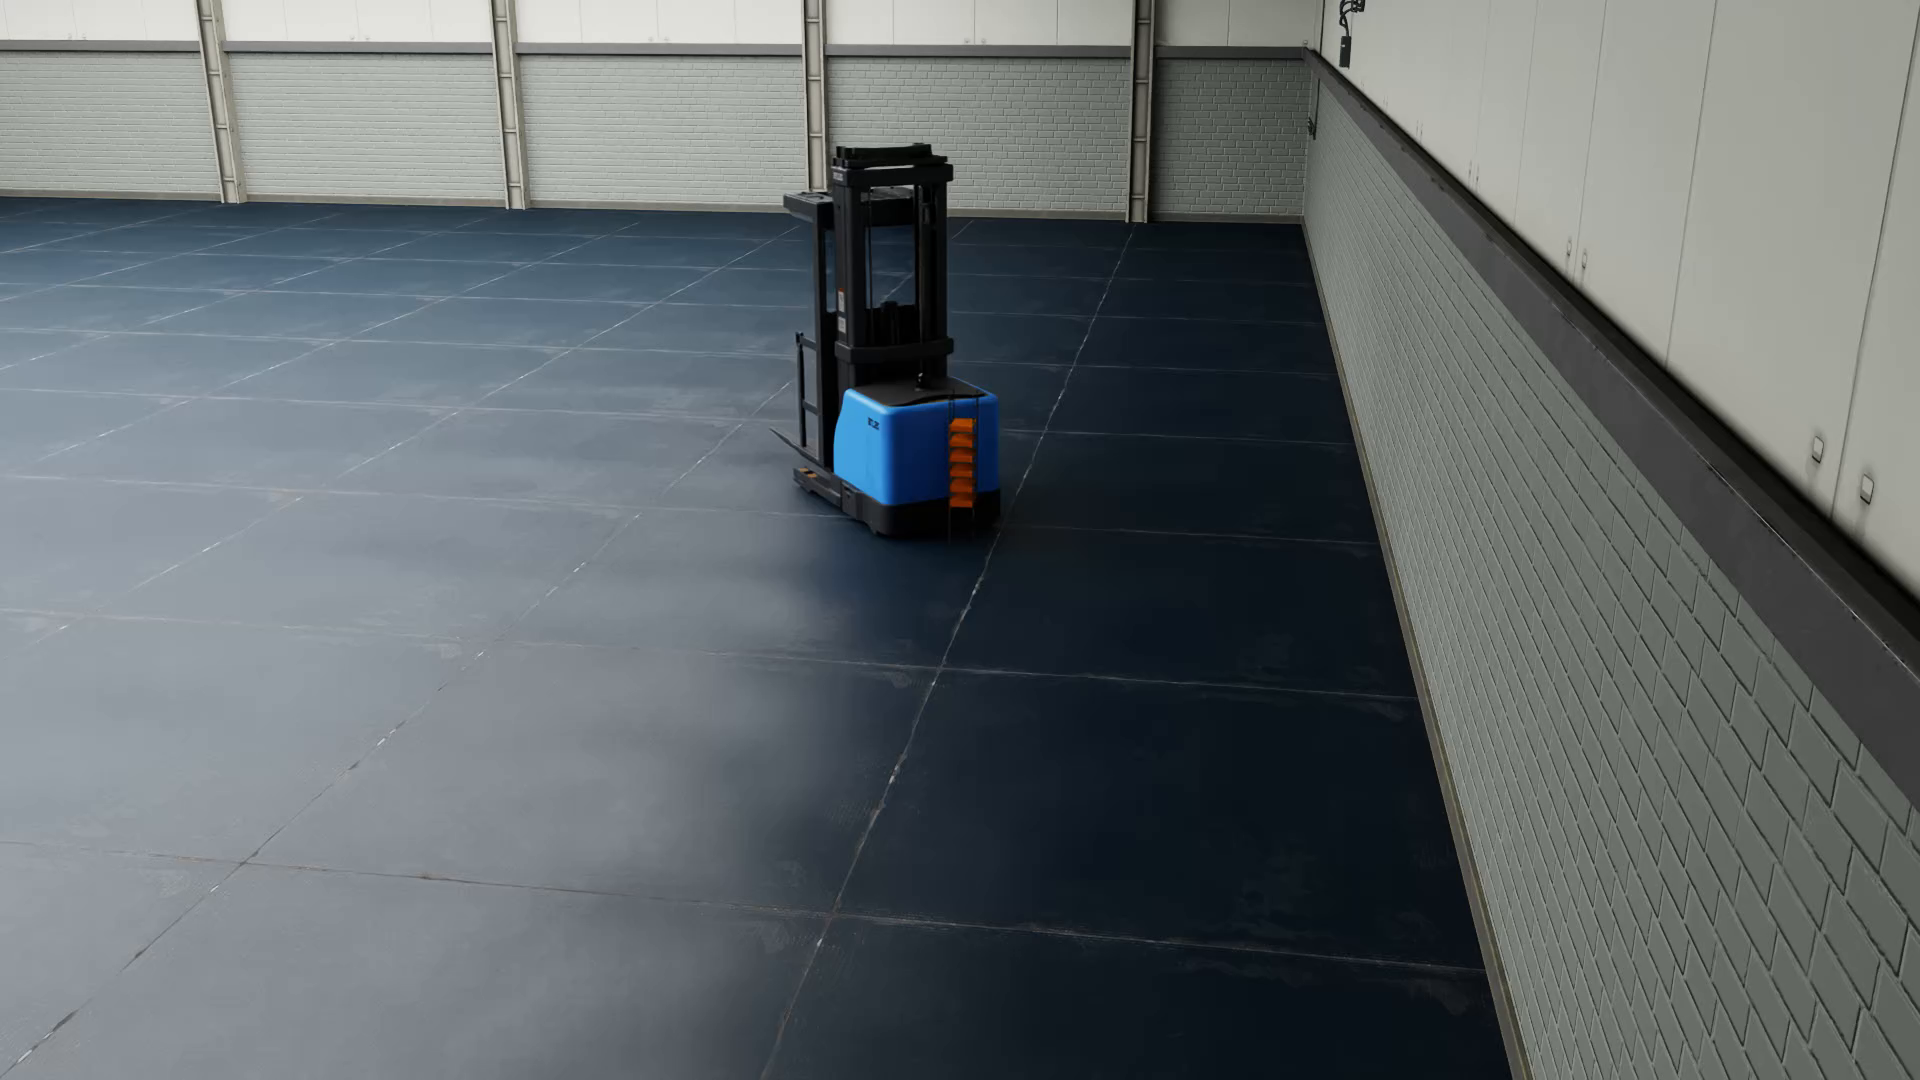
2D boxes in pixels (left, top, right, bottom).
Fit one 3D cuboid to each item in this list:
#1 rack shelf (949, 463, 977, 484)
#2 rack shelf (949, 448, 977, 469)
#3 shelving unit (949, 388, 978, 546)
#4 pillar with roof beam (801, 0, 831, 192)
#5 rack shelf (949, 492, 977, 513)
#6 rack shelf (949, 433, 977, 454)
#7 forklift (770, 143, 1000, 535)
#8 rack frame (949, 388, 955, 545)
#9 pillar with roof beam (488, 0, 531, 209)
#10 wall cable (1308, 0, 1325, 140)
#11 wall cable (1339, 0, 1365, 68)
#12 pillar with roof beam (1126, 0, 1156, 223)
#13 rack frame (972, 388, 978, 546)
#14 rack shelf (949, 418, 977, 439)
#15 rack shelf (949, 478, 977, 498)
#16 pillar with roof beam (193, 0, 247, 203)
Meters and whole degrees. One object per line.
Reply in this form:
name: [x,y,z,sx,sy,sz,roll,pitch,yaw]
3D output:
rack shelf: [0.026,-0.519,12.869,0.180,0.103,0.258,3,19,9]
rack shelf: [0.026,-0.633,12.831,0.180,0.103,0.258,3,19,9]
shelving unit: [0.026,-0.561,12.855,0.189,1.200,0.258,3,19,9]
pillar with roof beam: [-3.353,-9.081,26.029,0.400,9.000,9.100,3,19,9]
rack shelf: [0.026,-0.291,12.945,0.180,0.103,0.258,3,19,9]
rack shelf: [0.026,-0.746,12.793,0.180,0.103,0.258,3,19,9]
forklift: [-0.791,-1.851,13.984,1.130,2.935,3.031,-9,21,-25]
rack frame: [-0.064,-0.565,12.869,0.006,1.200,0.240,3,19,9]
pillar with roof beam: [-9.277,-9.383,26.932,0.400,9.000,9.100,3,19,9]
wall cable: [5.953,-8.093,27.969,0.112,2.526,3.097,3,19,9]
wall cable: [4.432,-8.205,18.050,0.169,6.003,2.305,3,19,9]
pillar with roof beam: [2.571,-8.779,25.127,0.400,9.000,9.100,3,19,9]
rack frame: [0.117,-0.556,12.841,0.006,1.200,0.240,3,19,9]
rack shelf: [0.026,-0.860,12.755,0.180,0.103,0.258,3,19,9]
rack shelf: [0.026,-0.405,12.907,0.180,0.103,0.258,3,19,9]
pillar with roof beam: [-15.201,-9.685,27.834,0.400,9.000,9.100,3,19,9]
